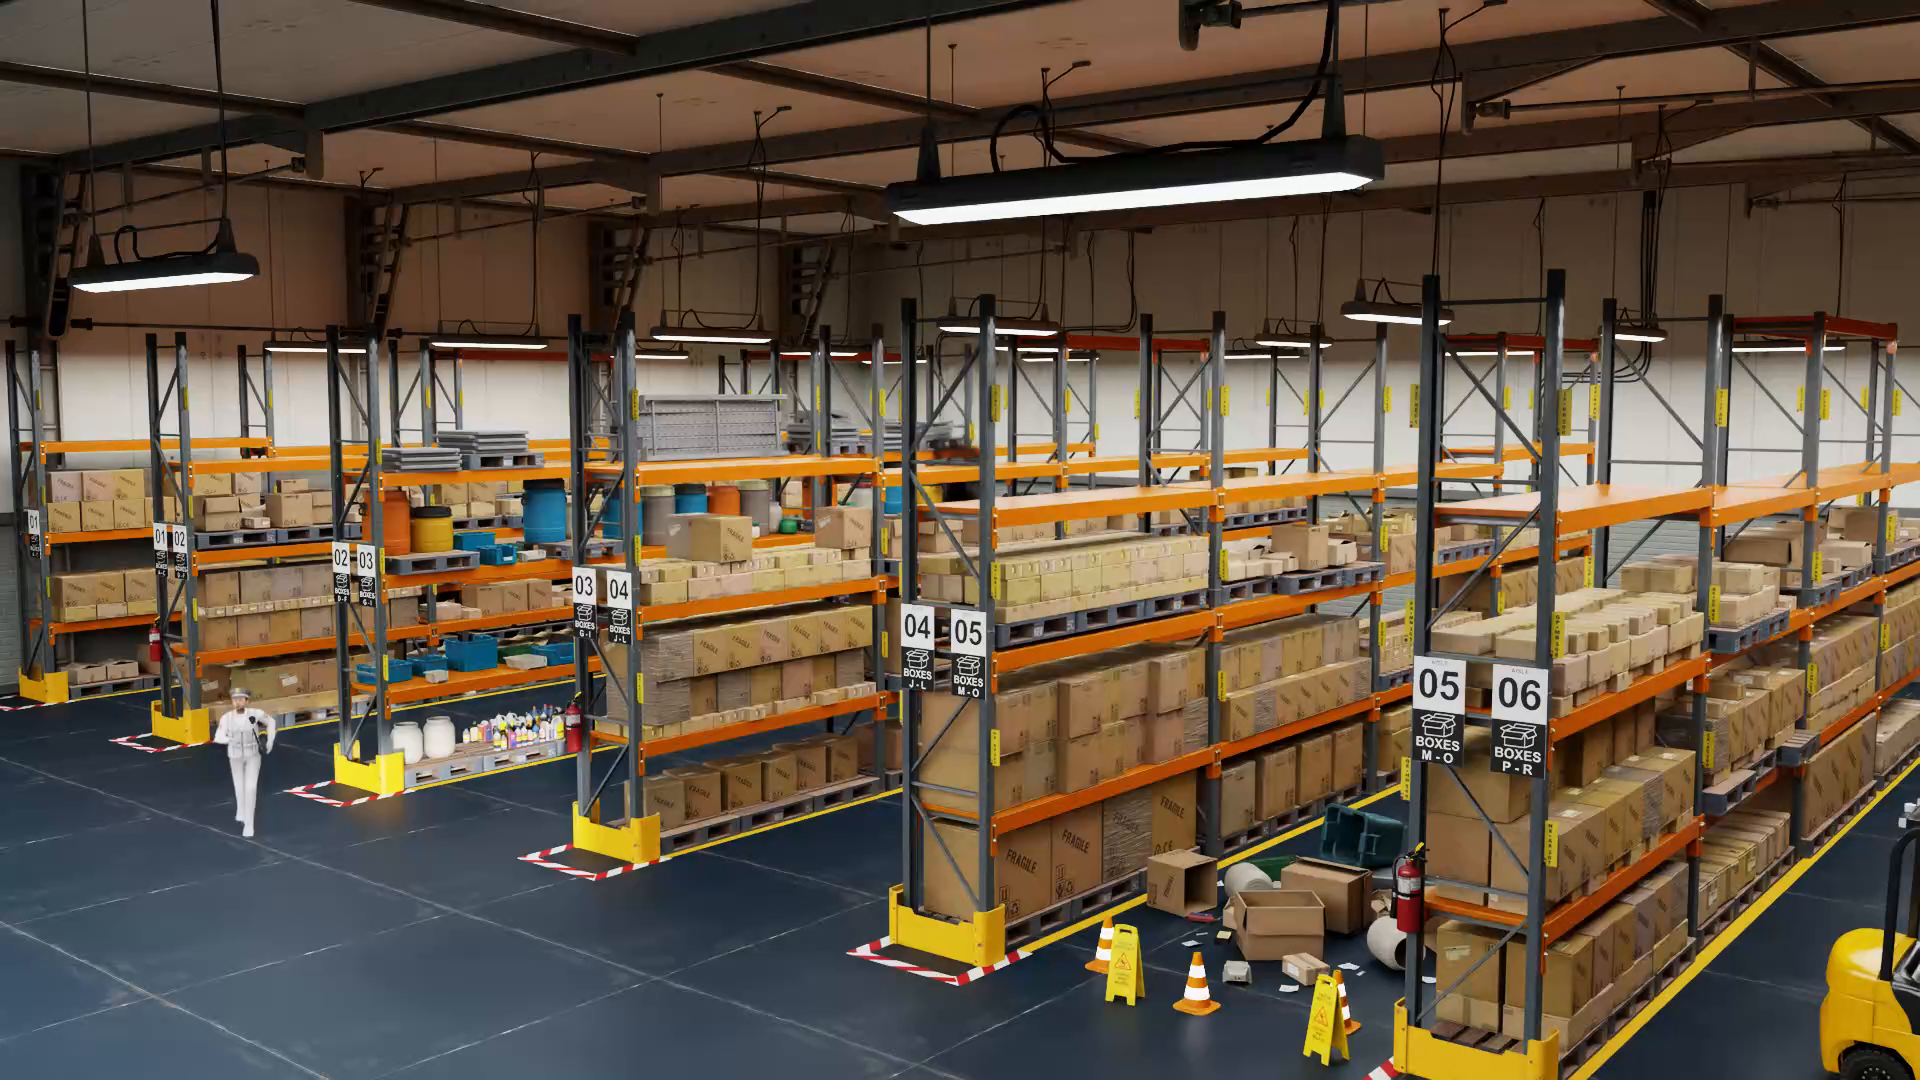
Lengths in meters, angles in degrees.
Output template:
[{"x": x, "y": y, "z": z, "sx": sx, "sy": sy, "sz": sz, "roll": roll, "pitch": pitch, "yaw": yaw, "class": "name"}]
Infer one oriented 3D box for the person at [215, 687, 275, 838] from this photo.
[{"x": -8.388, "y": 2.567, "z": 19.553, "sx": 0.623, "sy": 1.743, "sz": 0.881, "roll": -1, "pitch": 5, "yaw": -13, "class": "person"}]
